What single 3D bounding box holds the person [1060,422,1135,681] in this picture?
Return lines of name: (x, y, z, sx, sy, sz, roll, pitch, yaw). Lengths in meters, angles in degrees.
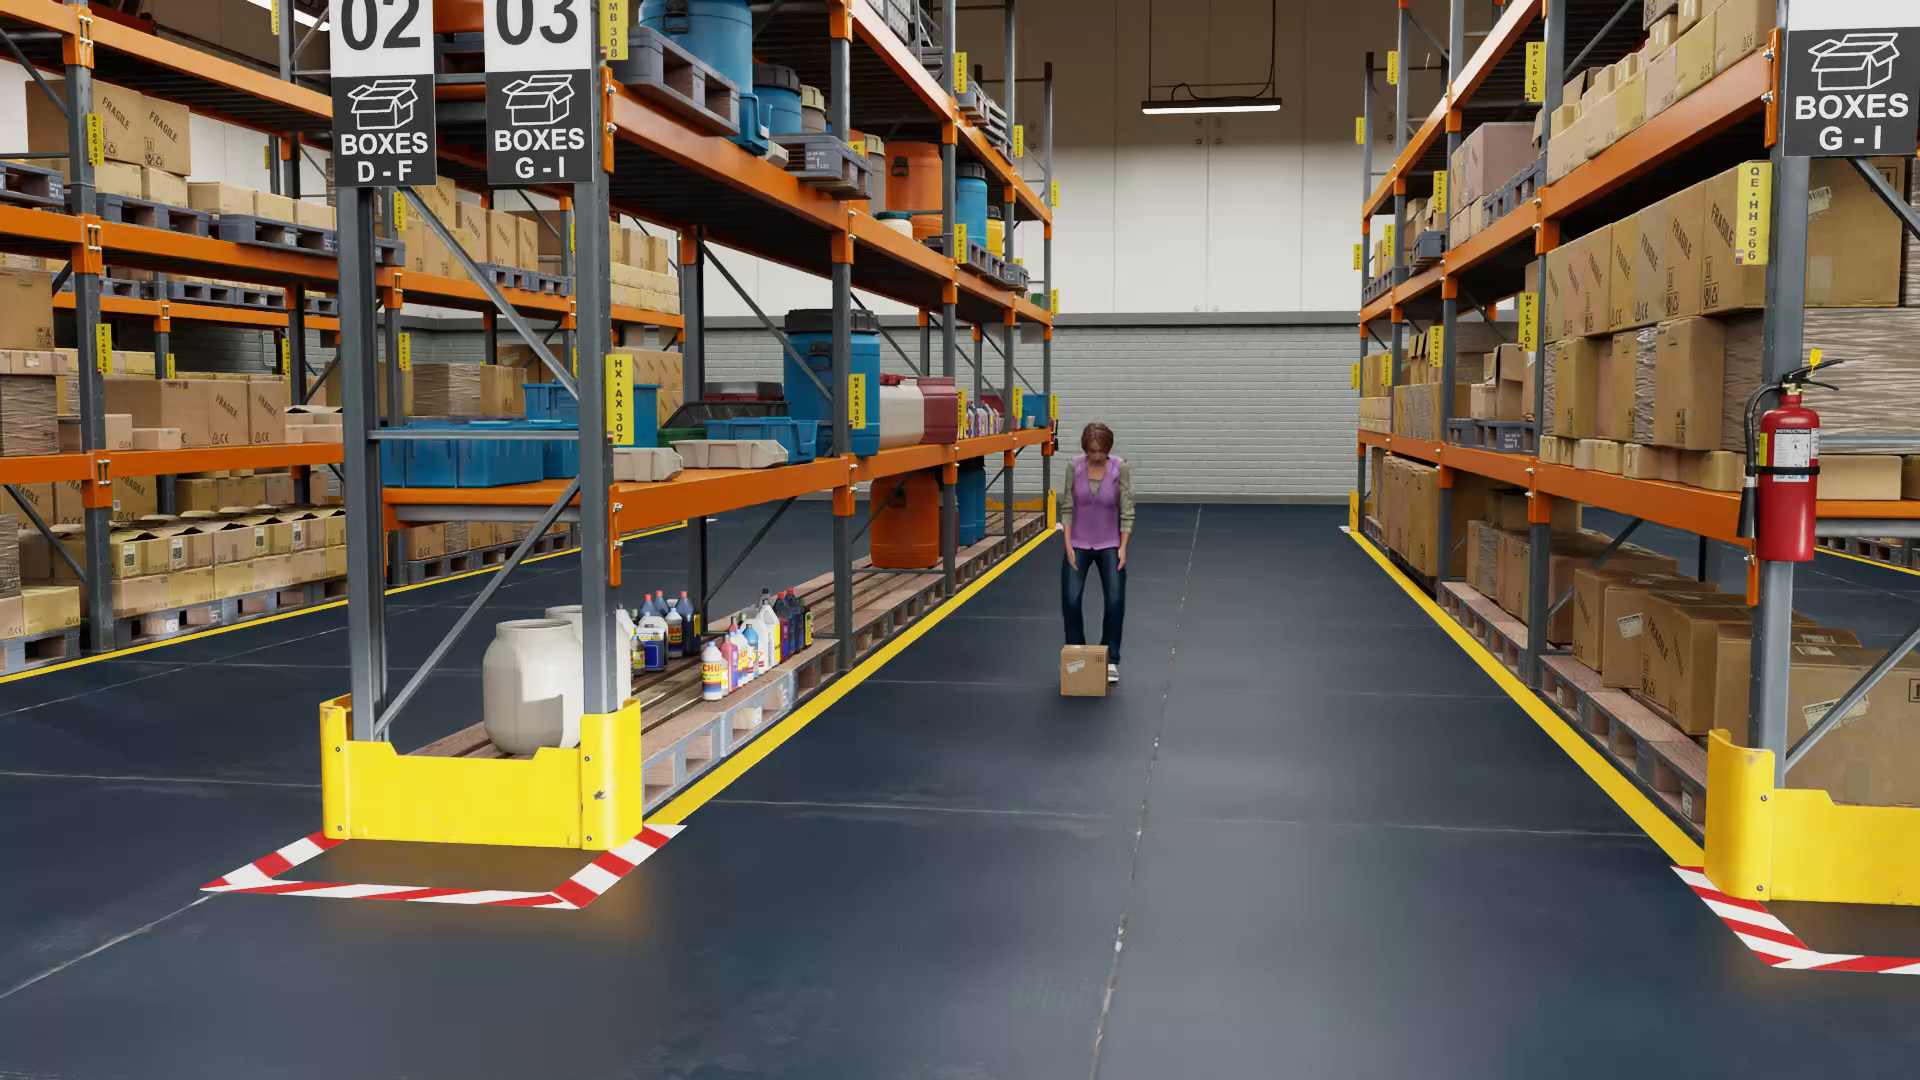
person: (0.810, 0.077, 9.776, 0.437, 1.511, 0.436, 1, 5, 10)
